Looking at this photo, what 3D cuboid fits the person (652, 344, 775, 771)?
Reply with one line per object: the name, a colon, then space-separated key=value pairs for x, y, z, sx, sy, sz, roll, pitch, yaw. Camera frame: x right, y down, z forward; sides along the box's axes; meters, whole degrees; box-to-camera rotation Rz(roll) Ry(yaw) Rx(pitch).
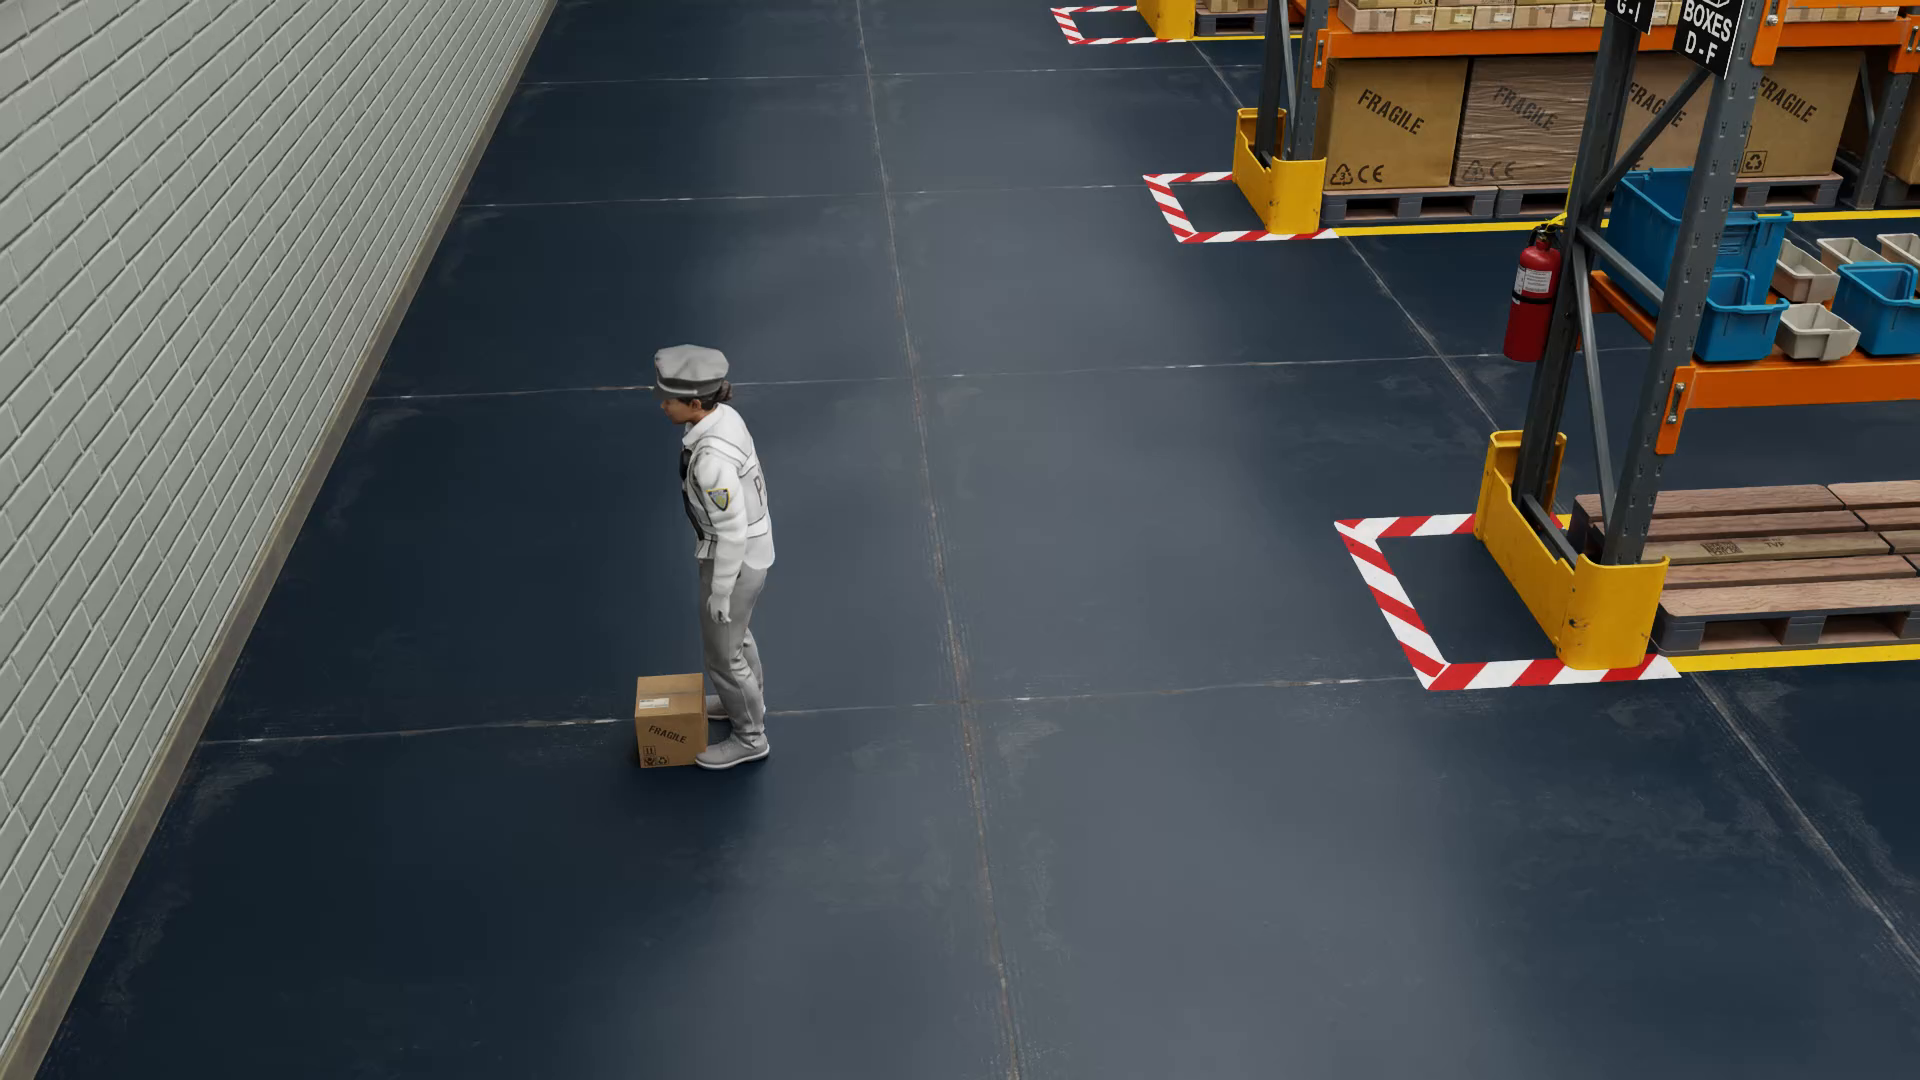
person: x=-0.858 y=0.073 z=6.012 sx=0.374 sy=1.661 sz=0.539 roll=-5 pitch=32 yaw=-7
